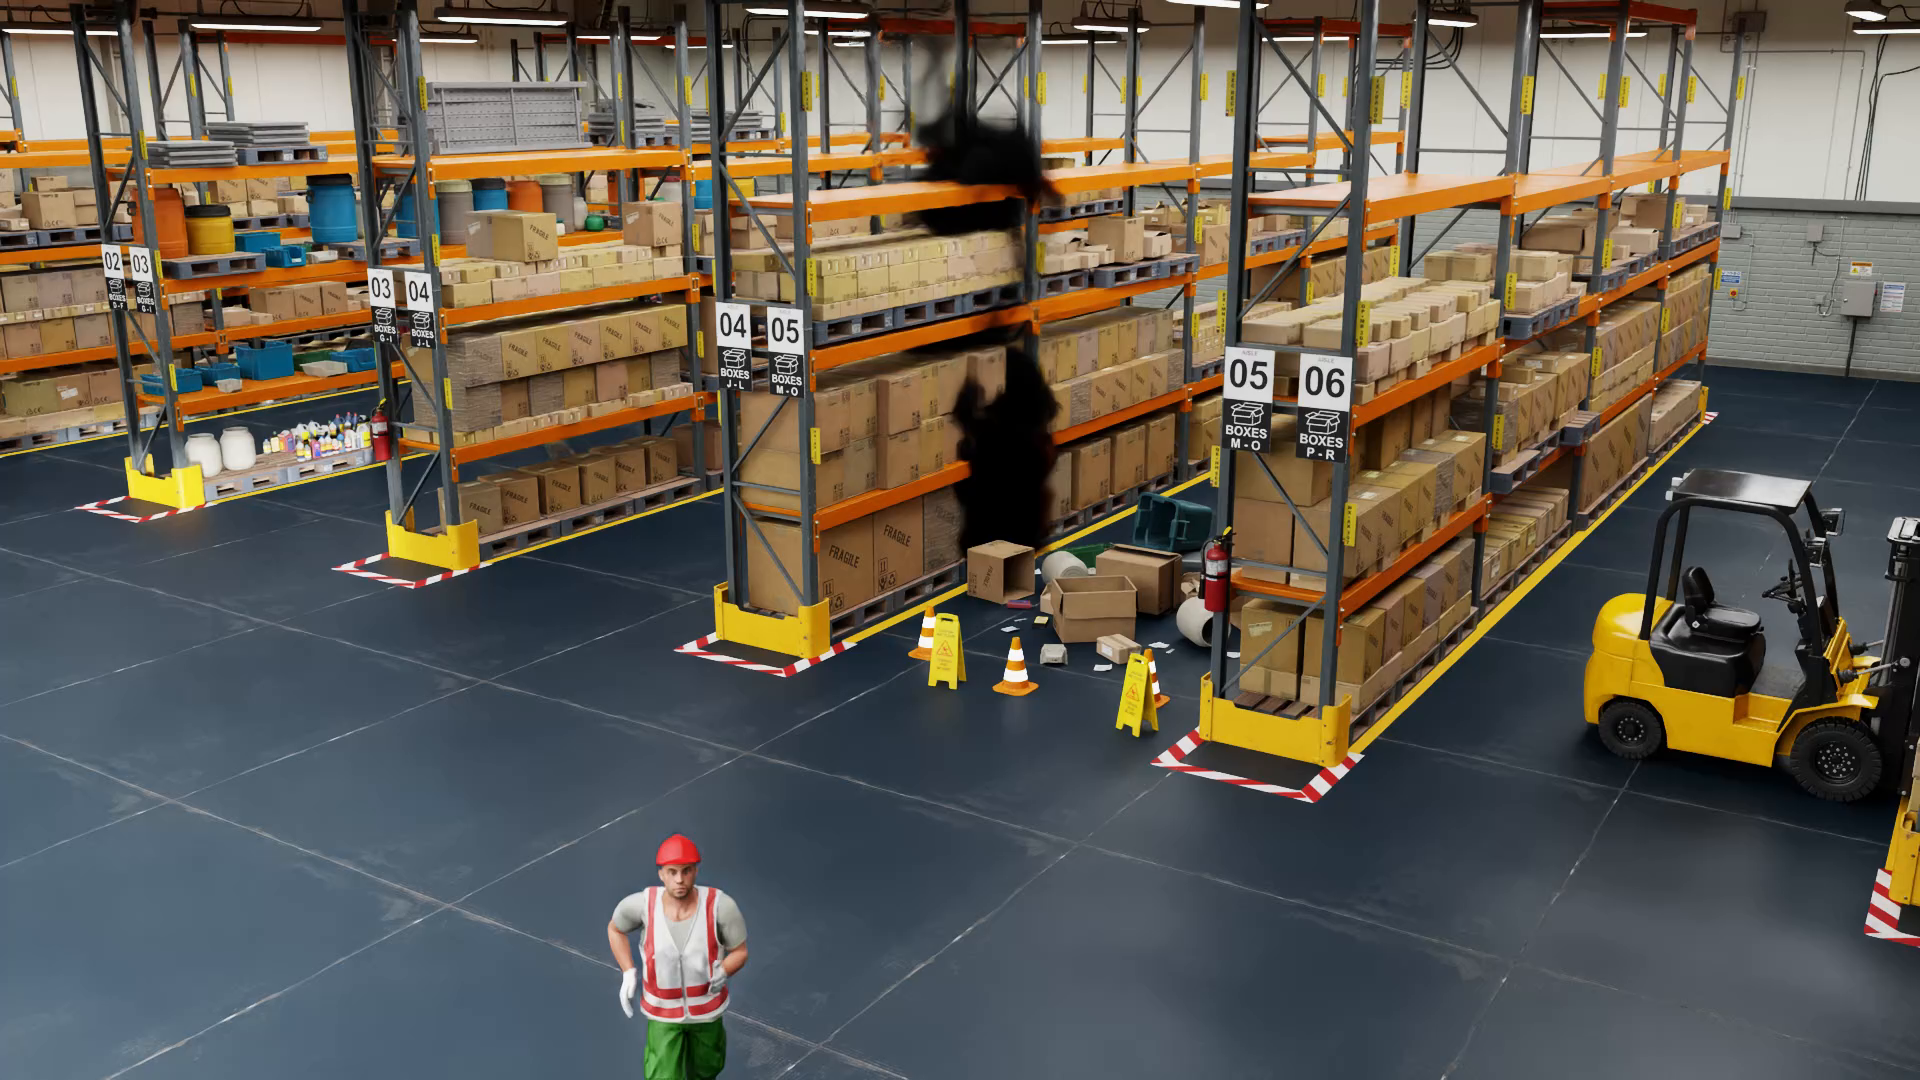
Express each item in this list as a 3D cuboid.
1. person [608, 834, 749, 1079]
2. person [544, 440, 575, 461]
[{"bbox_3d":[-1.297,2.255,7.811,0.634,1.832,0.709,-4,16,-14],"label":"person"},{"bbox_3d":[-5.428,-1.660,22.107,0.592,1.646,0.519,7,17,25],"label":"person"}]
